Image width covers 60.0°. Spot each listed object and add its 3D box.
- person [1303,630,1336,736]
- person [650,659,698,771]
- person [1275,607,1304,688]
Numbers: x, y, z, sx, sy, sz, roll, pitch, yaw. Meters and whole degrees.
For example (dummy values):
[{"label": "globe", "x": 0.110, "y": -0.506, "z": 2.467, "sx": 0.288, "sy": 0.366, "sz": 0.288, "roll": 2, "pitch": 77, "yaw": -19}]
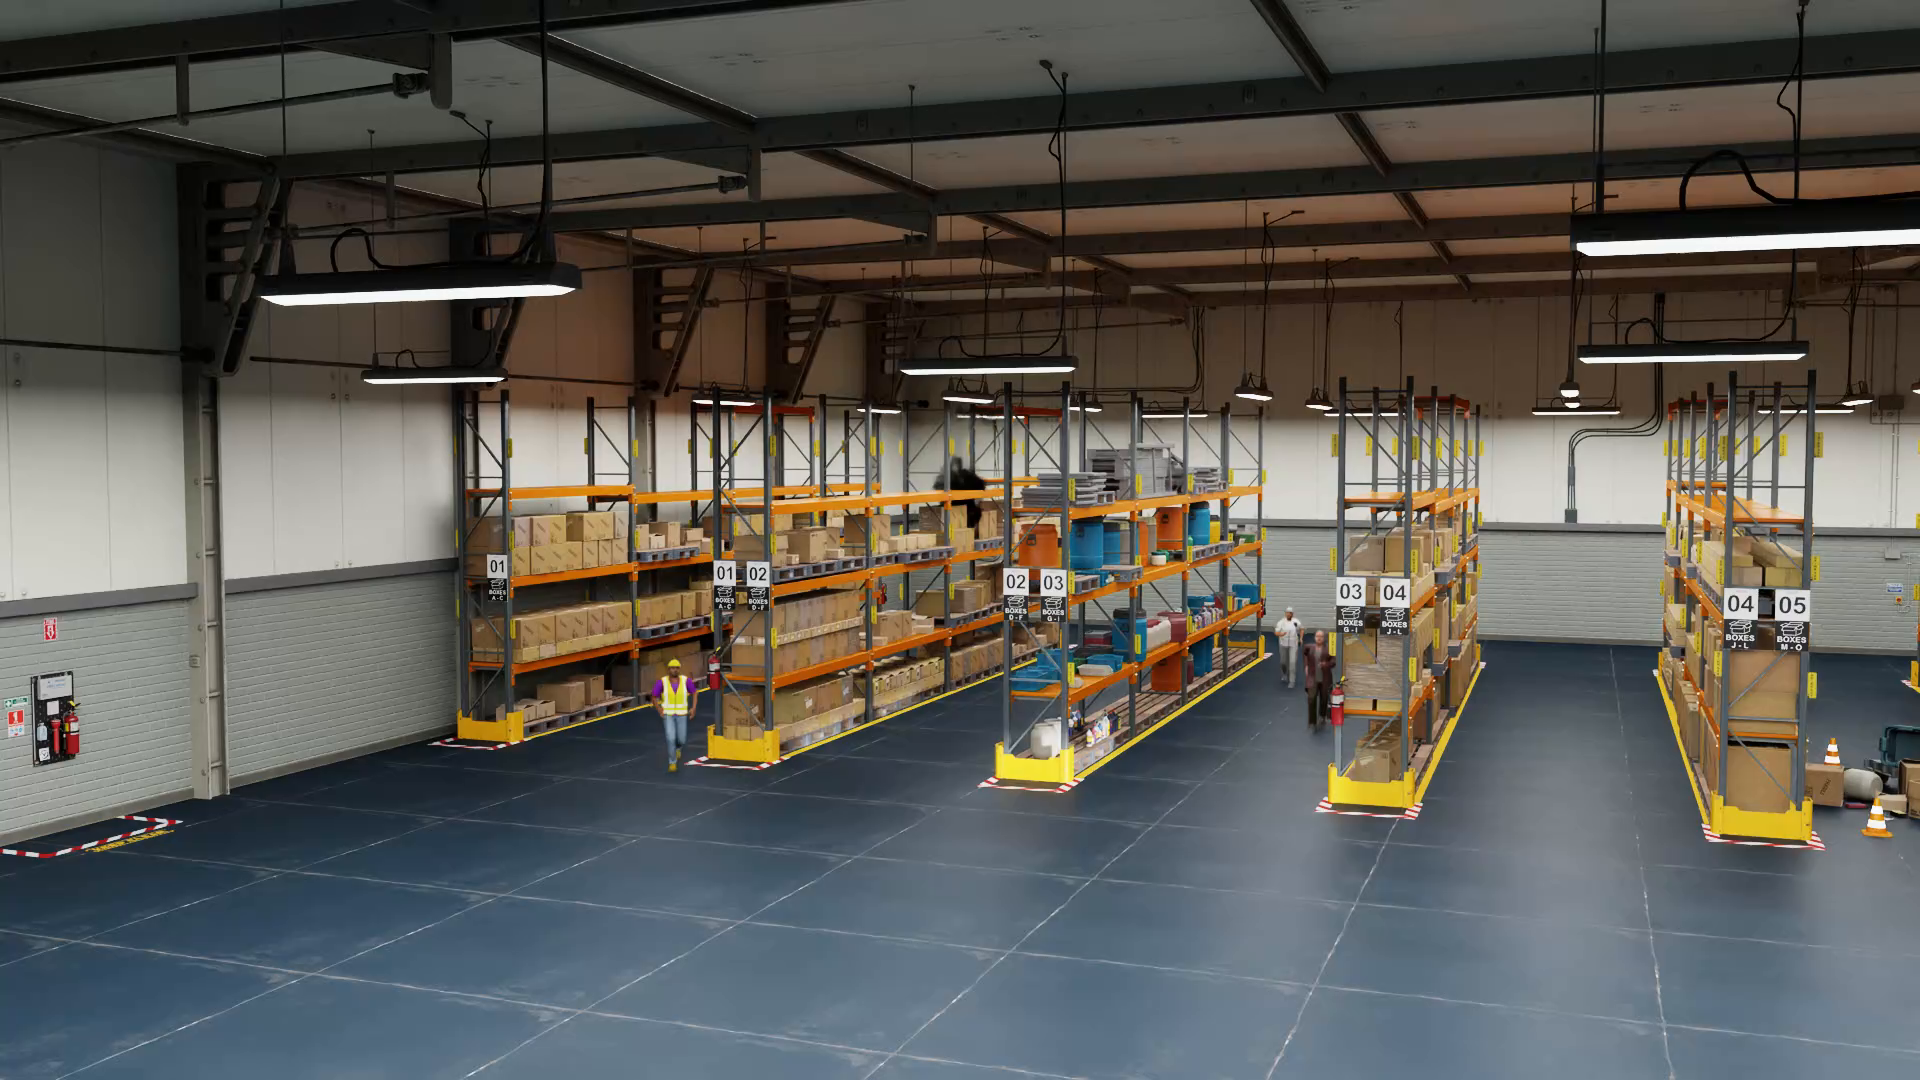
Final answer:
[{"label": "person", "x": 6.394, "y": 2.508, "z": 29.435, "sx": 0.668, "sy": 1.836, "sz": 1.088, "roll": 1, "pitch": 3, "yaw": 15}, {"label": "person", "x": -4.462, "y": 2.715, "z": 25.995, "sx": 0.739, "sy": 1.729, "sz": 0.610, "roll": -1, "pitch": 3, "yaw": -18}, {"label": "person", "x": 6.915, "y": 2.236, "z": 34.933, "sx": 0.607, "sy": 1.641, "sz": 0.941, "roll": 1, "pitch": 3, "yaw": 14}]
